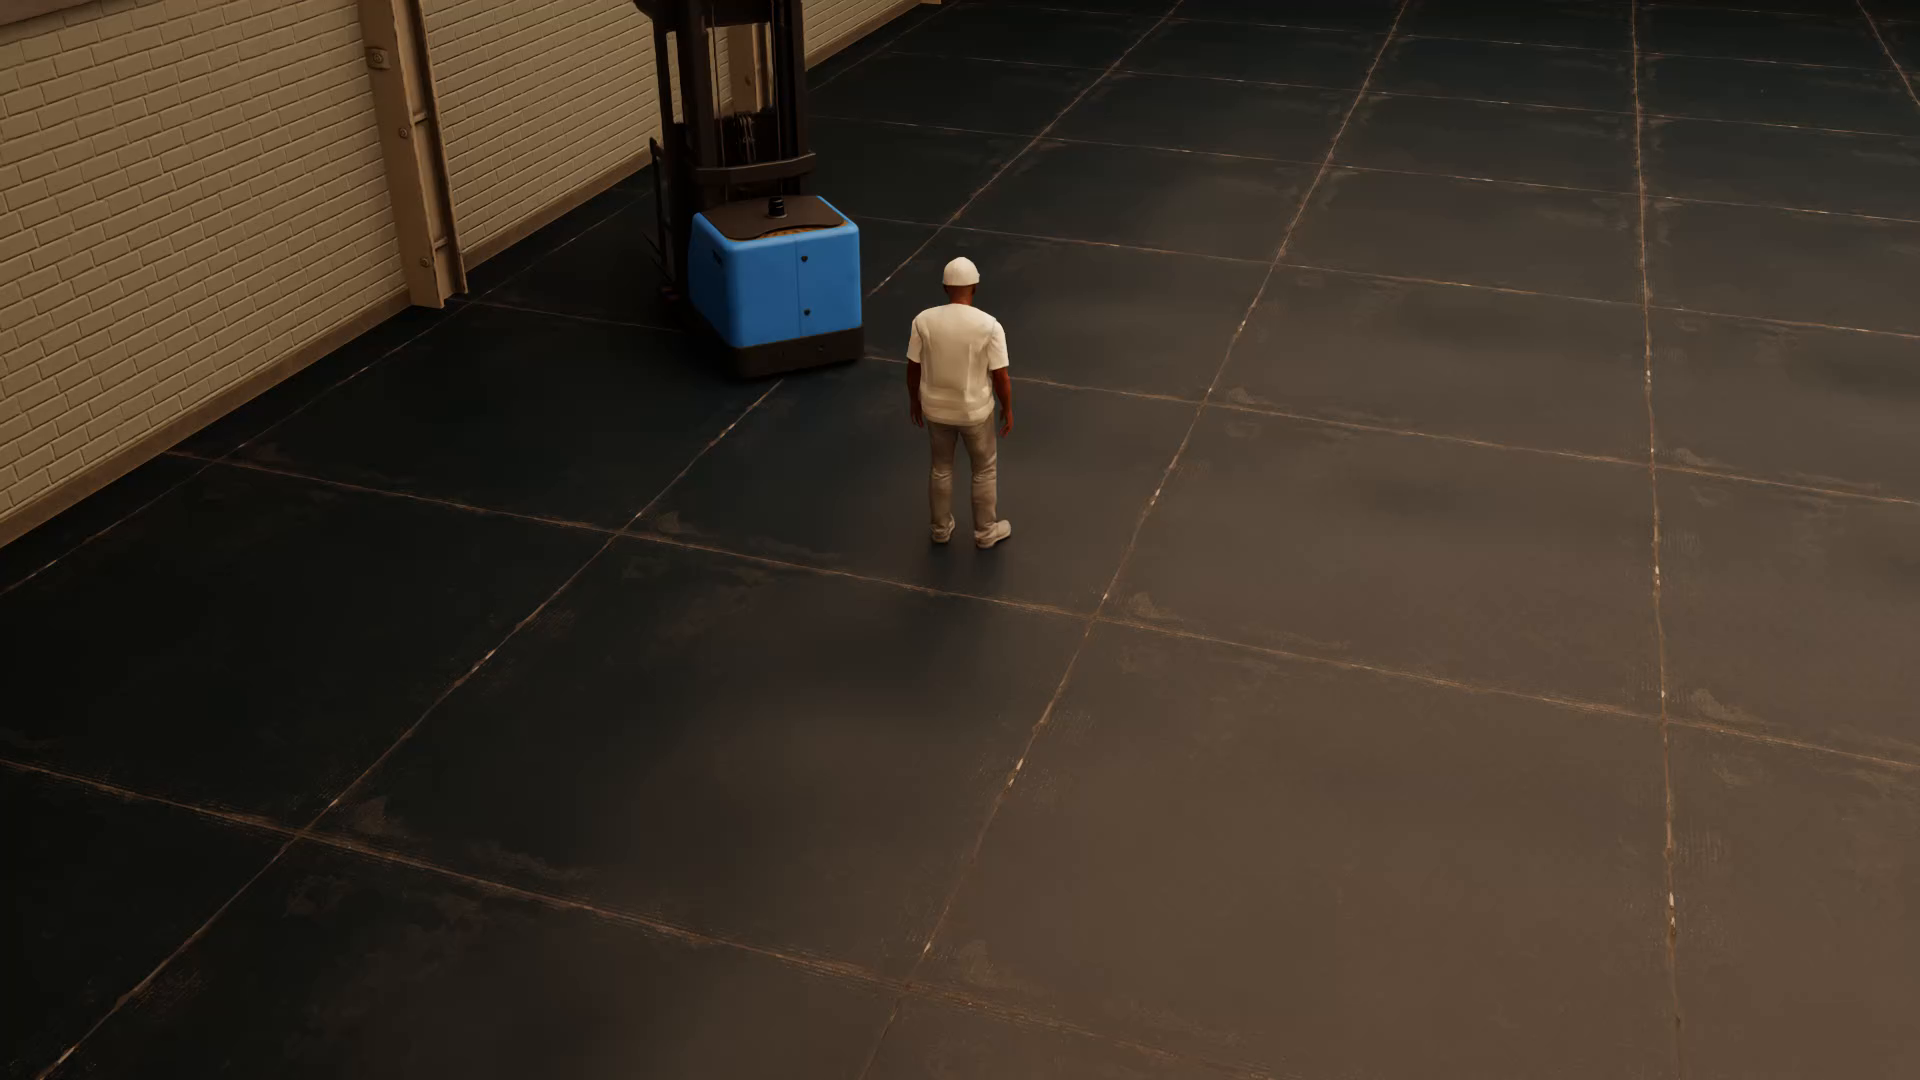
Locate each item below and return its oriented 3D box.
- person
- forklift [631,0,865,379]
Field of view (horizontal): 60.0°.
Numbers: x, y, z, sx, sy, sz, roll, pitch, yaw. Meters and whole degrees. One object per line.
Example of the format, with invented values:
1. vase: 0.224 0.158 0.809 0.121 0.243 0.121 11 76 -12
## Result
1. person: 0.005 -0.783 9.696 0.626 1.760 0.460 9 31 15
2. forklift: -1.790 -3.144 12.651 1.130 2.935 3.031 -13 32 -22
